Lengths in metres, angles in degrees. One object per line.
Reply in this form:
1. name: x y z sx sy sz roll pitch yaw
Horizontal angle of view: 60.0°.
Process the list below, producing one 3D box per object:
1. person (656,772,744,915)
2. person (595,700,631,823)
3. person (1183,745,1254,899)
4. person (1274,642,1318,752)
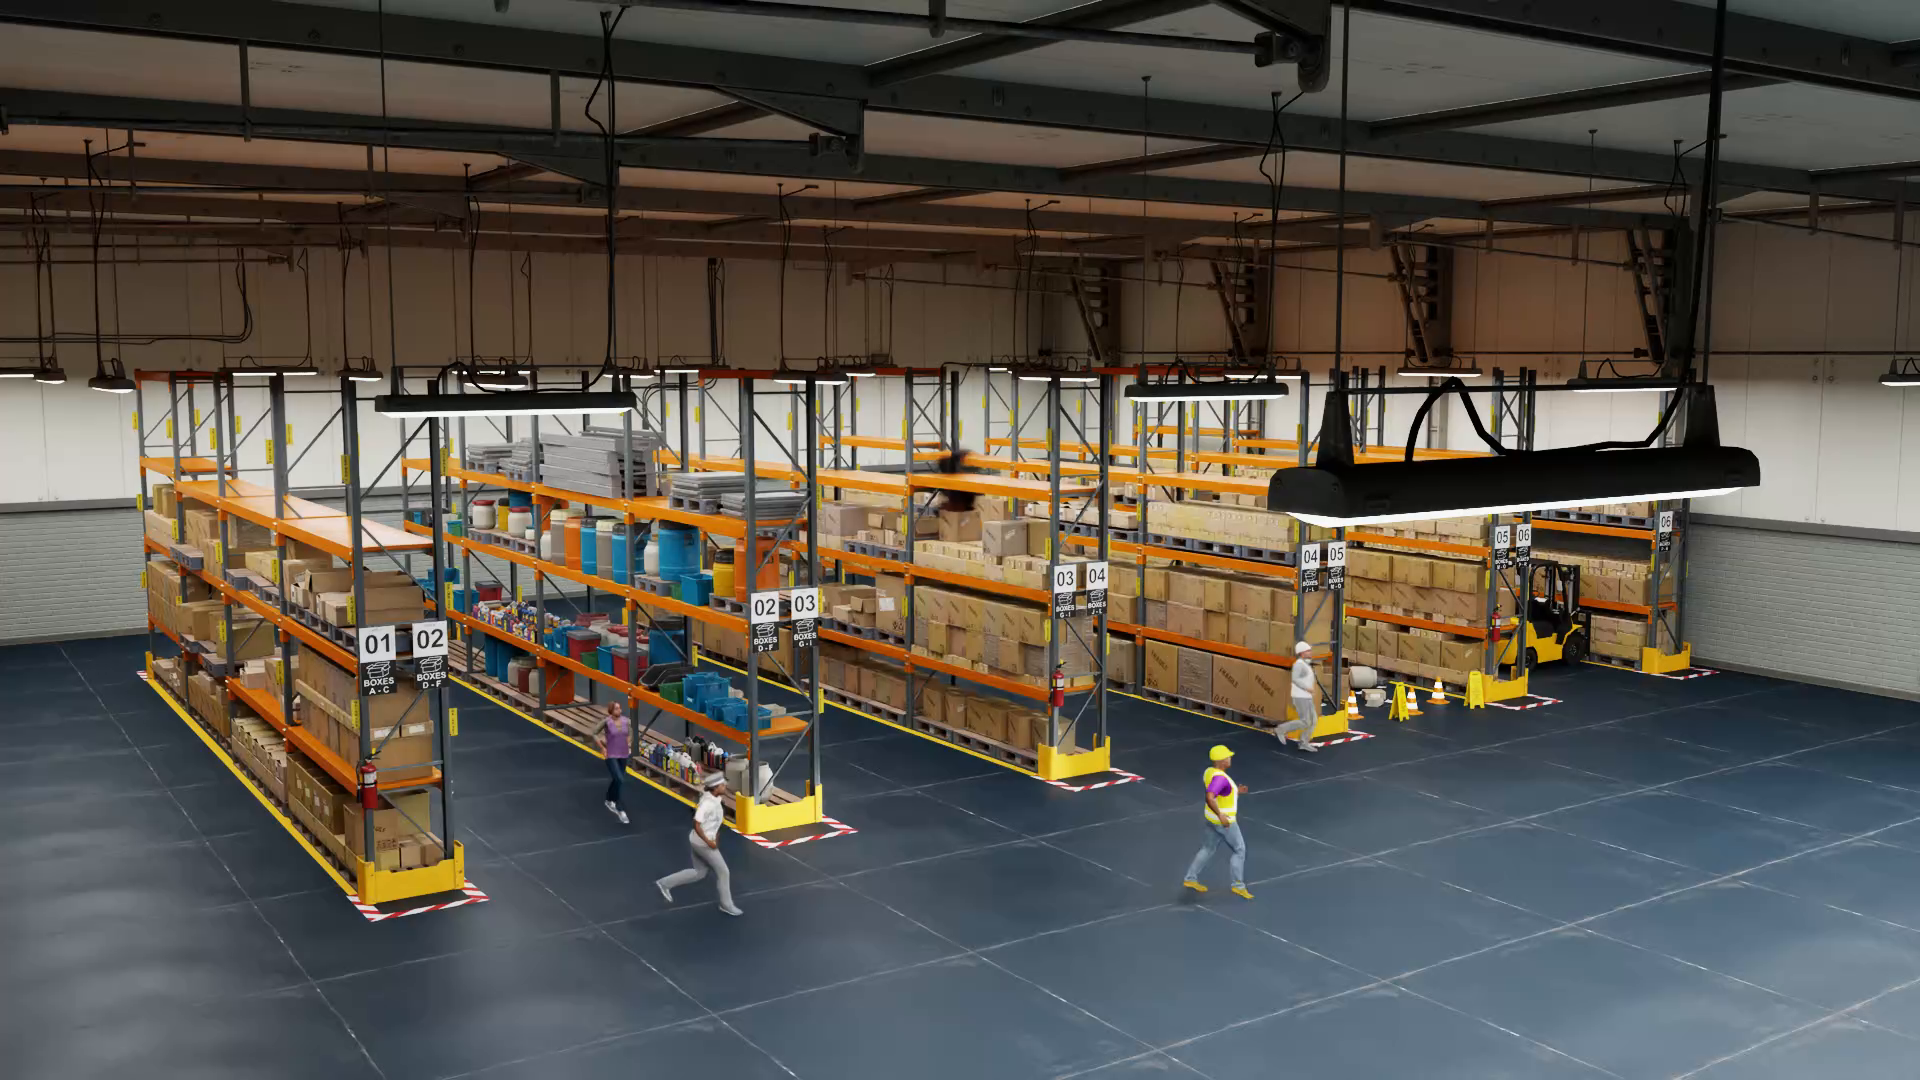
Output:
1. person: -2.917 3.432 18.663 0.953 1.684 0.575 -1 7 -11
2. person: -4.702 2.981 22.608 0.463 1.636 0.674 -6 9 -43
3. person: 3.002 3.275 19.257 0.820 1.821 0.677 -2 7 -15
4. person: 5.409 2.488 26.564 0.678 1.742 0.678 3 7 22
